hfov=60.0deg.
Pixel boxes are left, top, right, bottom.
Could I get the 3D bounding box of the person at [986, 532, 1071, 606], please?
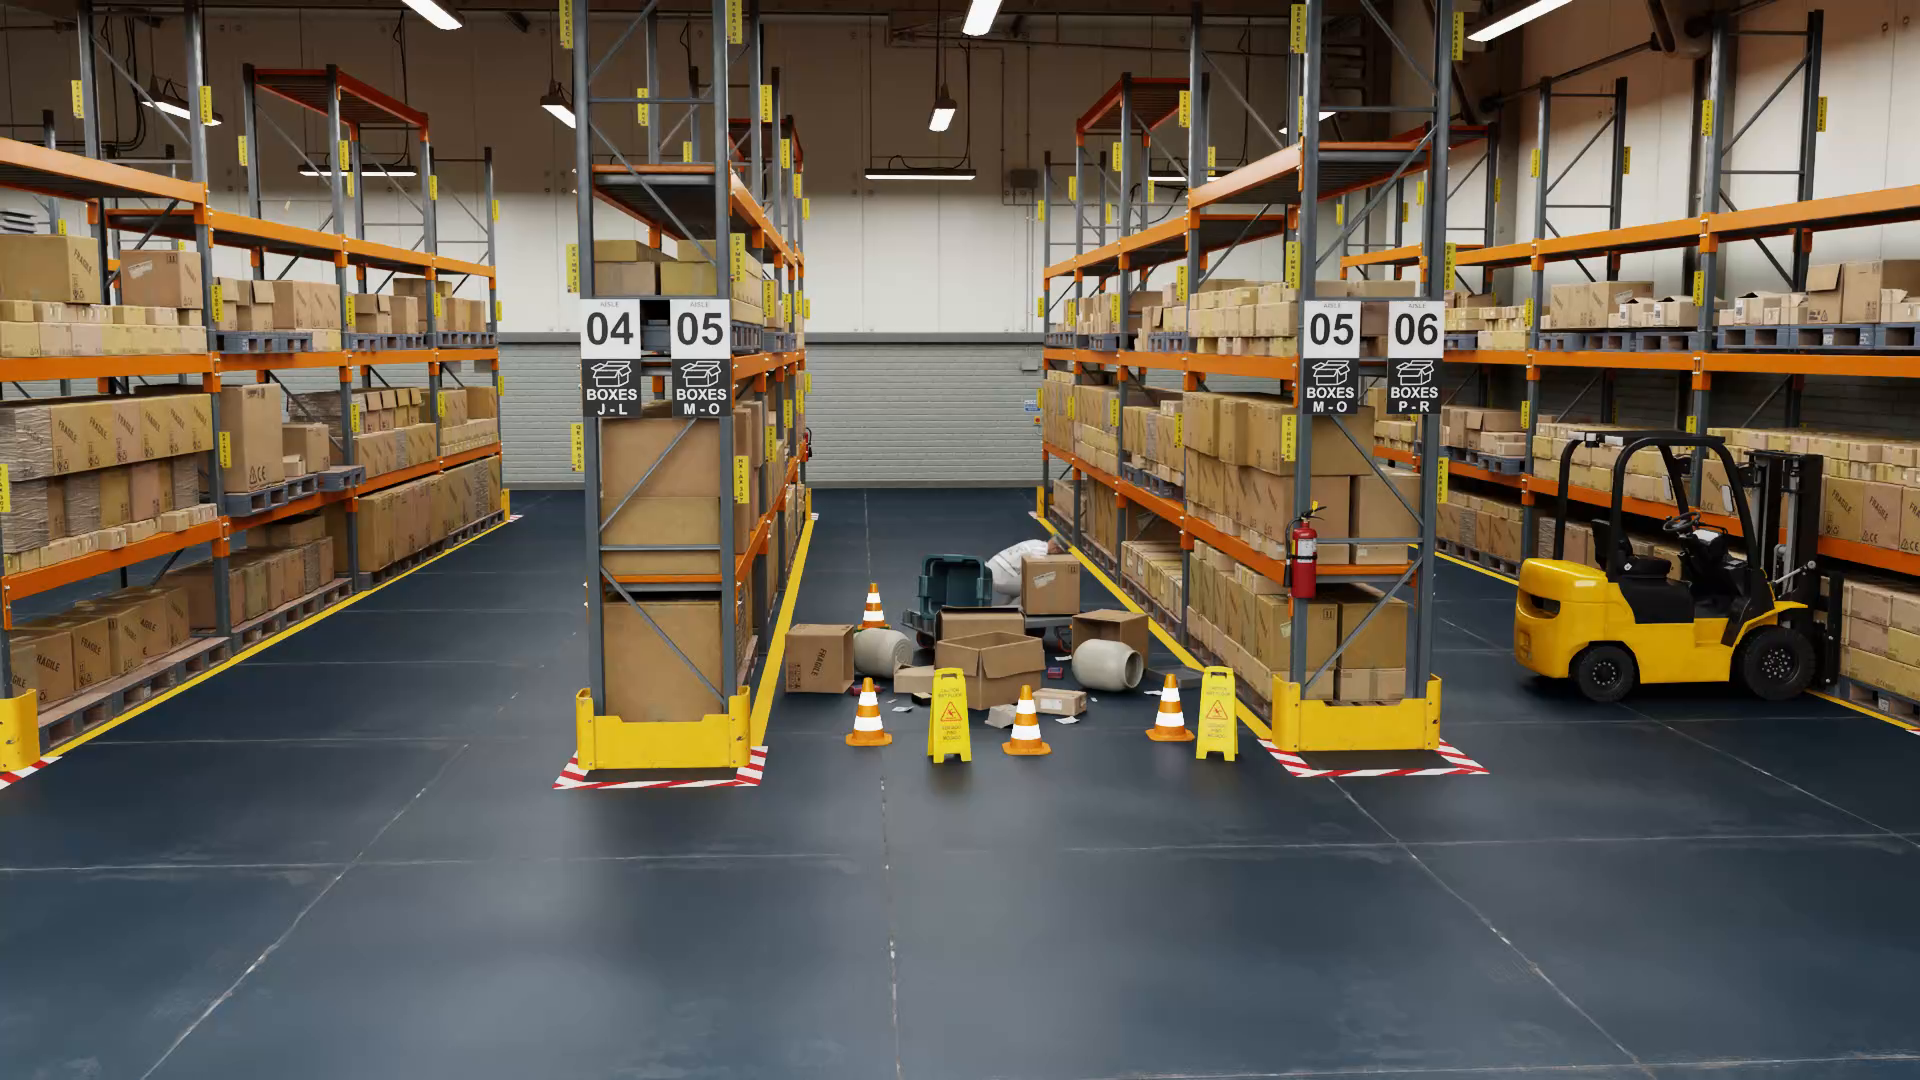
[{"bbox_3d":[0.707,0.387,17.531,0.953,0.919,0.552,0,7,-4],"label":"person"}]
